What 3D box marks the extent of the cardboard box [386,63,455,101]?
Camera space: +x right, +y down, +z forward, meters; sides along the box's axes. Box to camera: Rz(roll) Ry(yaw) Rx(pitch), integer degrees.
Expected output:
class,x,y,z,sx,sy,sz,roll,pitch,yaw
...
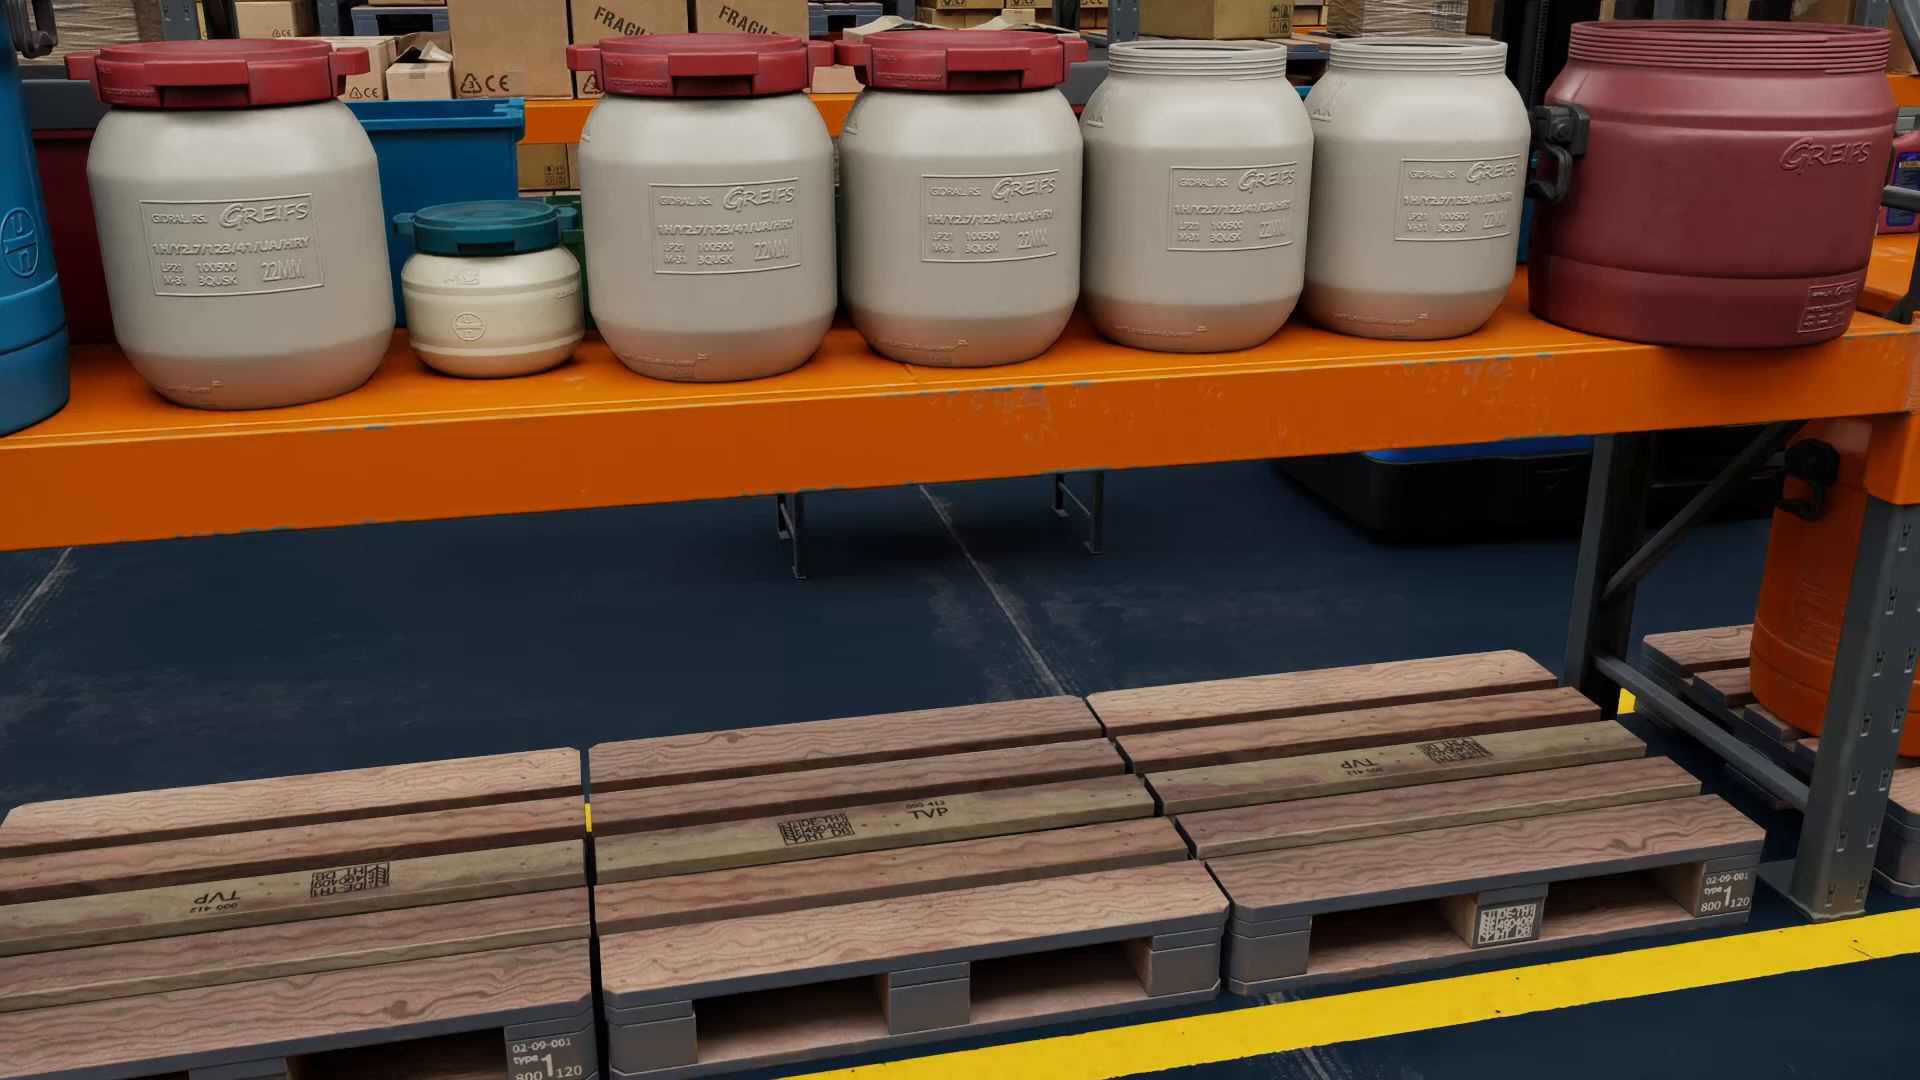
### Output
class,x,y,z,sx,sy,sz,roll,pitch,yaw
cardboard box,-2.343,-1.982,7.229,0.250,0.149,0.380,-5,21,-12

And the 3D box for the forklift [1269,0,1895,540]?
class,x,y,z,sx,sy,sz,roll,pitch,yaw
forklift,2.751,-1.635,6.017,3.031,2.935,1.130,-5,21,-13

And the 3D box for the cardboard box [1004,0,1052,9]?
class,x,y,z,sx,sy,sz,roll,pitch,yaw
cardboard box,0.541,-4.260,12.475,0.500,0.500,0.500,-4,20,-11

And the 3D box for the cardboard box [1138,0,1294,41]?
class,x,y,z,sx,sy,sz,roll,pitch,yaw
cardboard box,1.228,-2.746,8.195,0.500,0.500,0.700,-12,24,-31

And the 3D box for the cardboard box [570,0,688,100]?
class,x,y,z,sx,sy,sz,roll,pitch,yaw
cardboard box,-1.501,-2.282,7.537,0.500,0.500,0.500,-5,21,-12

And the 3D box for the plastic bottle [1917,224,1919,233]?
class,x,y,z,sx,sy,sz,roll,pitch,yaw
plastic bottle,2.413,-0.859,4.088,0.097,0.201,0.097,0,20,0

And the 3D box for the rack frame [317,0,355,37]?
class,x,y,z,sx,sy,sz,roll,pitch,yaw
rack frame,-4.395,-3.756,11.707,0.127,3.000,1.000,-5,21,-12

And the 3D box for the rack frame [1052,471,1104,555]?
class,x,y,z,sx,sy,sz,roll,pitch,yaw
rack frame,0.412,-0.738,5.648,0.032,1.500,0.500,-5,21,-12

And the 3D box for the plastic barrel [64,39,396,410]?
class,x,y,z,sx,sy,sz,roll,pitch,yaw
plastic barrel,-1.134,-0.506,2.637,0.433,0.535,0.433,0,20,0

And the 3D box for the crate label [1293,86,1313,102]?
class,x,y,z,sx,sy,sz,roll,pitch,yaw
crate label,0.748,-0.785,3.544,0.616,0.435,0.502,-5,21,-12

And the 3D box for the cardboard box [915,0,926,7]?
class,x,y,z,sx,sy,sz,roll,pitch,yaw
cardboard box,-0.104,-4.394,12.842,0.500,0.500,0.500,-5,21,-12

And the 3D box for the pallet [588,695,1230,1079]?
class,x,y,z,sx,sy,sz,roll,pitch,yaw
pallet,-0.171,0.697,3.605,1.213,0.211,1.003,-5,21,-12

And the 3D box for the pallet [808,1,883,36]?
class,x,y,z,sx,sy,sz,roll,pitch,yaw
pallet,-1.172,-3.890,12.353,1.003,0.211,1.213,-5,21,-12

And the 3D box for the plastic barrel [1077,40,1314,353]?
class,x,y,z,sx,sy,sz,roll,pitch,yaw
plastic barrel,0.415,-0.622,2.990,0.421,0.512,0.421,0,20,0

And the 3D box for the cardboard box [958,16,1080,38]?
class,x,y,z,sx,sy,sz,roll,pitch,yaw
cardboard box,0.277,-2.359,8.022,0.500,0.311,0.500,-3,20,-9

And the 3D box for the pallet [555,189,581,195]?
class,x,y,z,sx,sy,sz,roll,pitch,yaw
pallet,-2.449,-2.606,12.623,1.213,0.211,1.003,-5,21,-12

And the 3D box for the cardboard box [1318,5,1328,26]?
class,x,y,z,sx,sy,sz,roll,pitch,yaw
cardboard box,2.886,-4.131,13.067,0.250,0.149,0.380,-4,21,-11

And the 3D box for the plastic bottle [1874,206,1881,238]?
class,x,y,z,sx,sy,sz,roll,pitch,yaw
plastic bottle,2.189,-0.841,4.038,0.097,0.201,0.097,0,20,0

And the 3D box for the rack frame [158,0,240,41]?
class,x,y,z,sx,sy,sz,roll,pitch,yaw
rack frame,-3.252,-2.098,7.181,0.127,3.000,1.000,-5,21,-12

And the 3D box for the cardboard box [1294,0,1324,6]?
class,x,y,z,sx,sy,sz,roll,pitch,yaw
cardboard box,2.504,-4.420,12.914,0.500,0.500,0.500,-4,21,-12

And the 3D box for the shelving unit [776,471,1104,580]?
class,x,y,z,sx,sy,sz,roll,pitch,yaw
shelving unit,-0.083,-0.697,5.538,1.048,1.500,0.538,-5,21,-12

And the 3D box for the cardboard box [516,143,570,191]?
class,x,y,z,sx,sy,sz,roll,pitch,yaw
cardboard box,-3.192,-2.910,12.393,0.500,0.500,0.700,-5,21,-14

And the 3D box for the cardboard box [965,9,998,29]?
class,x,y,z,sx,sy,sz,roll,pitch,yaw
cardboard box,0.118,-3.929,12.517,0.250,0.149,0.380,-4,21,-12

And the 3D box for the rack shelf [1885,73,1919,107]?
class,x,y,z,sx,sy,sz,roll,pitch,yaw
rack shelf,6.480,-2.552,9.465,4.000,0.370,1.077,-5,21,-12

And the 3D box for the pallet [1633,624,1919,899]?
class,x,y,z,sx,sy,sz,roll,pitch,yaw
pallet,2.535,0.477,4.206,1.213,0.211,1.003,-5,21,-12

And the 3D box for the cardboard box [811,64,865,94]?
class,x,y,z,sx,sy,sz,roll,pitch,yaw
cardboard box,-0.587,-2.177,7.761,0.250,0.149,0.380,-3,20,-8

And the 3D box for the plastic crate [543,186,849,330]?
class,x,y,z,sx,sy,sz,roll,pitch,yaw
plastic crate,-0.486,-0.572,3.324,0.662,0.188,0.450,-5,21,-12

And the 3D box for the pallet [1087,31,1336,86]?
class,x,y,z,sx,sy,sz,roll,pitch,yaw
pallet,1.284,-2.402,8.289,1.003,0.211,1.213,-5,21,-12

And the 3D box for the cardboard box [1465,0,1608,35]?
class,x,y,z,sx,sy,sz,roll,pitch,yaw
cardboard box,2.828,-2.815,8.382,0.500,0.500,0.700,-10,23,-26

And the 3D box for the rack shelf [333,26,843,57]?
class,x,y,z,sx,sy,sz,roll,pitch,yaw
rack shelf,-2.449,-3.576,12.263,4.000,0.370,1.077,-5,21,-12

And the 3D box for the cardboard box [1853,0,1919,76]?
class,x,y,z,sx,sy,sz,roll,pitch,yaw
cardboard box,5.092,-2.727,8.753,0.500,0.500,0.500,-4,21,-11

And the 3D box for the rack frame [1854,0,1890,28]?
class,x,y,z,sx,sy,sz,roll,pitch,yaw
rack frame,4.533,-2.731,8.909,0.127,3.000,1.000,-5,21,-12

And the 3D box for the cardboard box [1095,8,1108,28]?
class,x,y,z,sx,sy,sz,roll,pitch,yaw
cardboard box,1.117,-4.024,12.774,0.250,0.149,0.380,-4,21,-12

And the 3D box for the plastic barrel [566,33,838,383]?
class,x,y,z,sx,sy,sz,roll,pitch,yaw
plastic barrel,-0.420,-0.564,2.795,0.433,0.535,0.433,0,20,0

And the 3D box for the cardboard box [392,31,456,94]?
class,x,y,z,sx,sy,sz,roll,pitch,yaw
cardboard box,-2.439,-2.166,7.562,0.258,0.266,0.396,-5,21,-14

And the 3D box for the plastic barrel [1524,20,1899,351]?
class,x,y,z,sx,sy,sz,roll,pitch,yaw
plastic barrel,1.395,-0.682,3.118,0.708,0.536,0.600,-5,21,-12

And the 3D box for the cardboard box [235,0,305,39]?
class,x,y,z,sx,sy,sz,roll,pitch,yaw
cardboard box,-4.787,-3.556,11.350,0.500,0.250,0.500,-5,21,-12

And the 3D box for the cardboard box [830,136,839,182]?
class,x,y,z,sx,sy,sz,roll,pitch,yaw
cardboard box,-1.191,-3.031,12.722,0.500,0.500,0.700,-4,21,-12

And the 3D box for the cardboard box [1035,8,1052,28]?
class,x,y,z,sx,sy,sz,roll,pitch,yaw
cardboard box,0.613,-3.983,12.664,0.250,0.149,0.380,-5,21,-13

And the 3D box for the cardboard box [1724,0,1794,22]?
class,x,y,z,sx,sy,sz,roll,pitch,yaw
cardboard box,4.021,-3.013,8.922,0.500,0.500,0.700,-13,24,-31

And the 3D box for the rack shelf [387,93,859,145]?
class,x,y,z,sx,sy,sz,roll,pitch,yaw
rack shelf,-1.306,-1.918,7.737,4.000,0.370,1.077,-5,21,-12

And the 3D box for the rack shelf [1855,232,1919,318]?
class,x,y,z,sx,sy,sz,roll,pitch,yaw
rack shelf,3.723,-0.577,4.074,4.000,0.370,1.077,-5,21,-12

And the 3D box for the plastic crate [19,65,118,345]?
class,x,y,z,sx,sy,sz,roll,pitch,yaw
plastic crate,-1.715,-0.610,3.027,0.583,0.464,0.402,-5,21,-12
